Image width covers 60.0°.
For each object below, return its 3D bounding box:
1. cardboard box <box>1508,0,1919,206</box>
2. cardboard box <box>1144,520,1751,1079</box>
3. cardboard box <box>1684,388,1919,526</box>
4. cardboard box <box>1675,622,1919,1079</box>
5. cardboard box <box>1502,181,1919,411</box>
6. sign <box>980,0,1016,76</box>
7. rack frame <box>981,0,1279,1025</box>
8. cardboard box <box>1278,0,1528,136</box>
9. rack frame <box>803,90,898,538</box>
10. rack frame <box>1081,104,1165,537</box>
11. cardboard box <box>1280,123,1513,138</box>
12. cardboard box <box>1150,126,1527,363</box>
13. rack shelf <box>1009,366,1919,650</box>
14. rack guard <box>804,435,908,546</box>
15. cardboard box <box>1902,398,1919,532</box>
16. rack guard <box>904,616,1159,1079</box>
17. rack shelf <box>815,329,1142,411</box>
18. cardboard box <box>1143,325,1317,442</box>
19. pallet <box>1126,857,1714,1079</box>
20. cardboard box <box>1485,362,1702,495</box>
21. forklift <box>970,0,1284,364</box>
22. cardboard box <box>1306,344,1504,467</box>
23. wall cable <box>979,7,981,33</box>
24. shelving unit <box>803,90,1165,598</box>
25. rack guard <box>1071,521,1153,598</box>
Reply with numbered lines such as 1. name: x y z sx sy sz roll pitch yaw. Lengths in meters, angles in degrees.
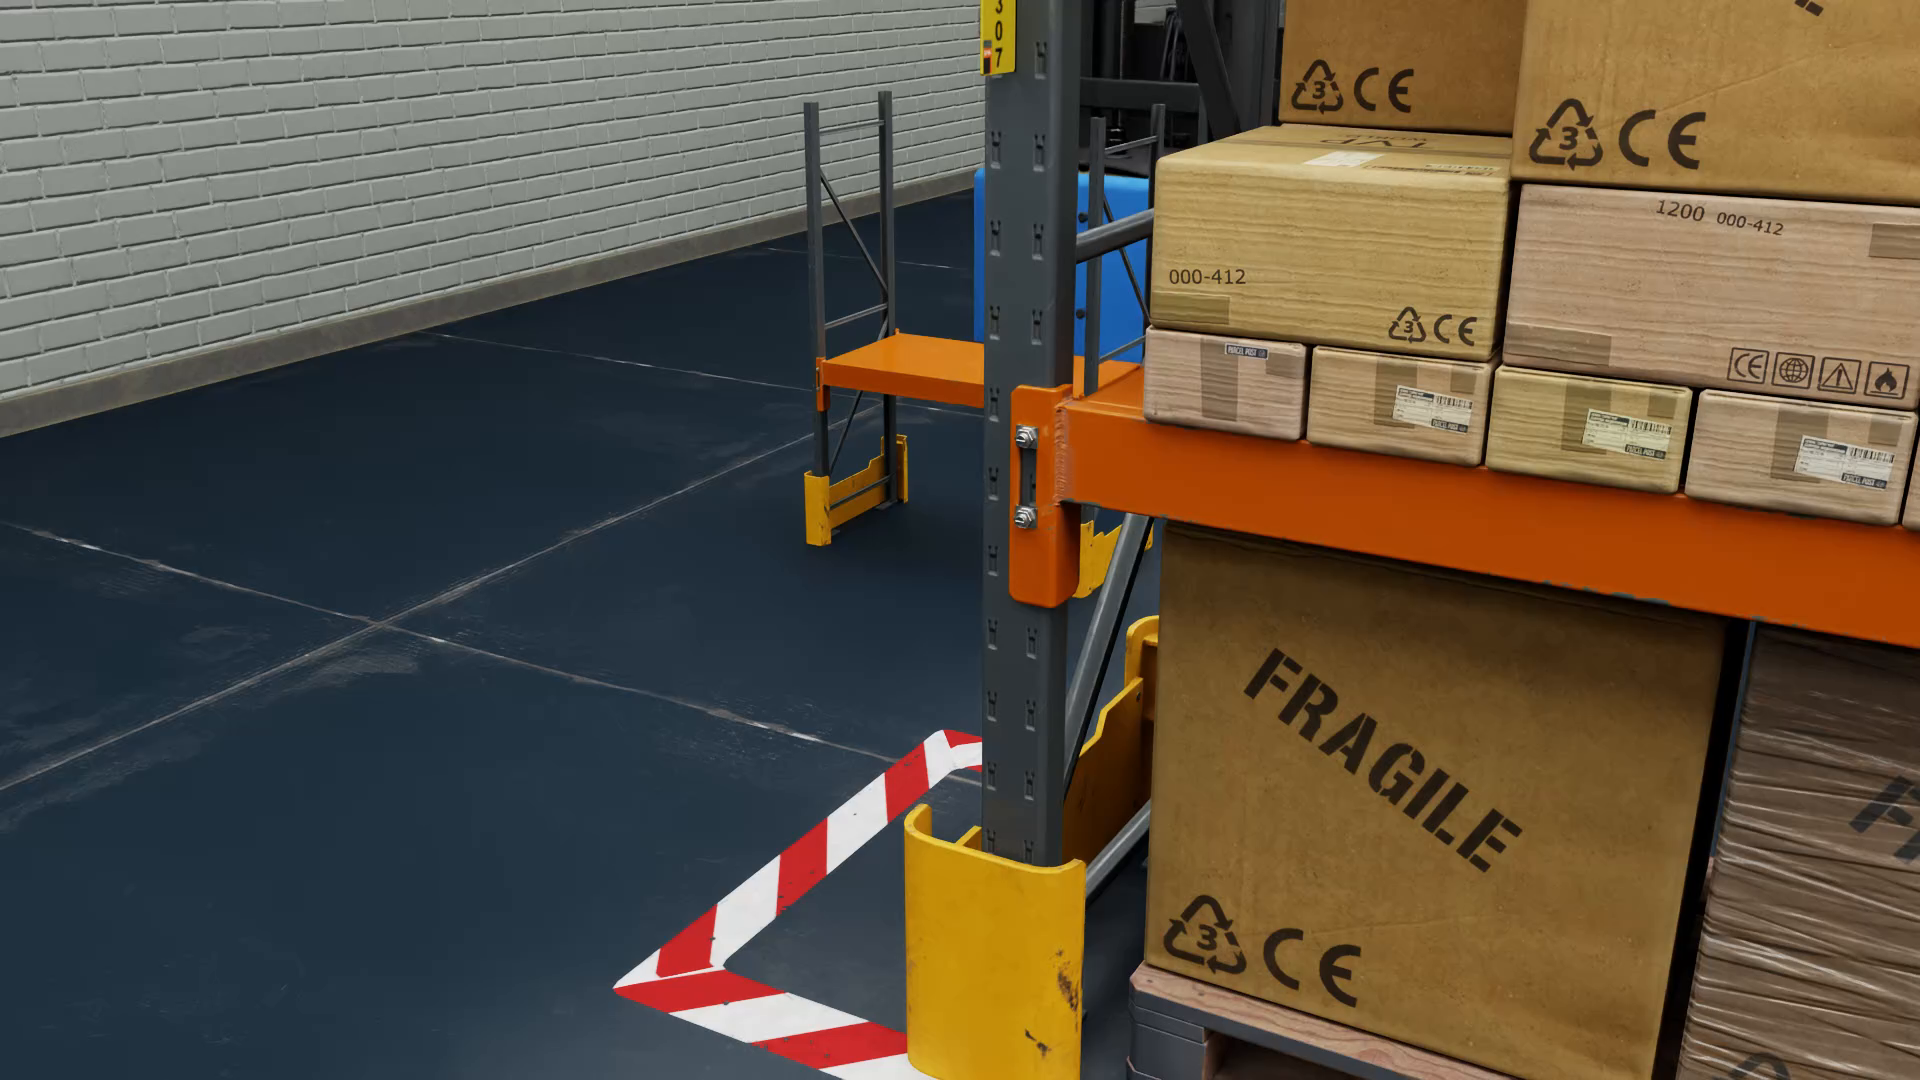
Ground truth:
1. cardboard box: 1.056 -0.742 2.197 0.500 0.500 0.500 10 22 26
2. cardboard box: 0.930 0.320 3.084 0.875 0.875 0.875 11 23 27
3. cardboard box: 1.158 -0.161 2.278 0.250 0.149 0.380 10 22 26
4. cardboard box: 1.724 0.471 2.667 0.875 0.875 0.875 11 23 27
5. cardboard box: 1.076 -0.389 2.321 0.500 0.250 0.500 10 22 27
6. sign: 0.056 -0.844 2.407 0.005 0.325 0.100 11 23 27
7. rack frame: 0.332 -0.564 3.021 0.127 3.000 1.000 11 23 27
8. cardboard box: 0.885 -0.983 2.860 0.500 0.500 0.500 11 23 28
9. rack frame: -0.369 -0.775 5.803 0.032 1.500 0.500 11 23 27
10. rack frame: 0.518 -0.606 5.337 0.032 1.500 0.500 11 23 27
11. cardboard box: 0.884 -0.632 2.992 0.500 0.250 0.500 10 22 26
12. cardboard box: 0.619 -0.473 2.554 0.500 0.250 0.500 10 22 26
13. rack shelf: 2.078 0.107 2.227 4.000 0.370 1.077 11 23 27
14. rack guard: -0.368 -0.188 6.016 0.087 0.250 0.587 11 23 27
15. cardboard box: 1.379 -0.118 2.161 0.250 0.149 0.380 10 22 26
16. rack guard: 0.311 0.607 3.458 0.348 0.500 1.175 11 23 27
17. rack shelf: 0.074 -0.522 5.632 1.000 0.185 0.538 11 23 27
18. cardboard box: 0.481 -0.289 2.630 0.250 0.149 0.380 11 23 28
19. pallet: 1.068 0.857 3.194 1.213 0.211 1.003 11 23 27
20. cardboard box: 0.929 -0.204 2.397 0.250 0.149 0.380 10 22 26
21. forklift: 1.241 -2.314 7.947 1.130 2.935 3.031 12 23 29
22. cardboard box: 0.706 -0.246 2.514 0.250 0.149 0.380 10 22 27
23. wall cable: 0.231 -4.937 13.541 0.123 1.953 0.585 11 23 27
24. shelving unit: 0.067 -0.692 5.574 1.083 1.500 0.587 11 23 27
25. rack guard: 0.501 -0.022 5.559 0.087 0.250 0.587 11 23 27
